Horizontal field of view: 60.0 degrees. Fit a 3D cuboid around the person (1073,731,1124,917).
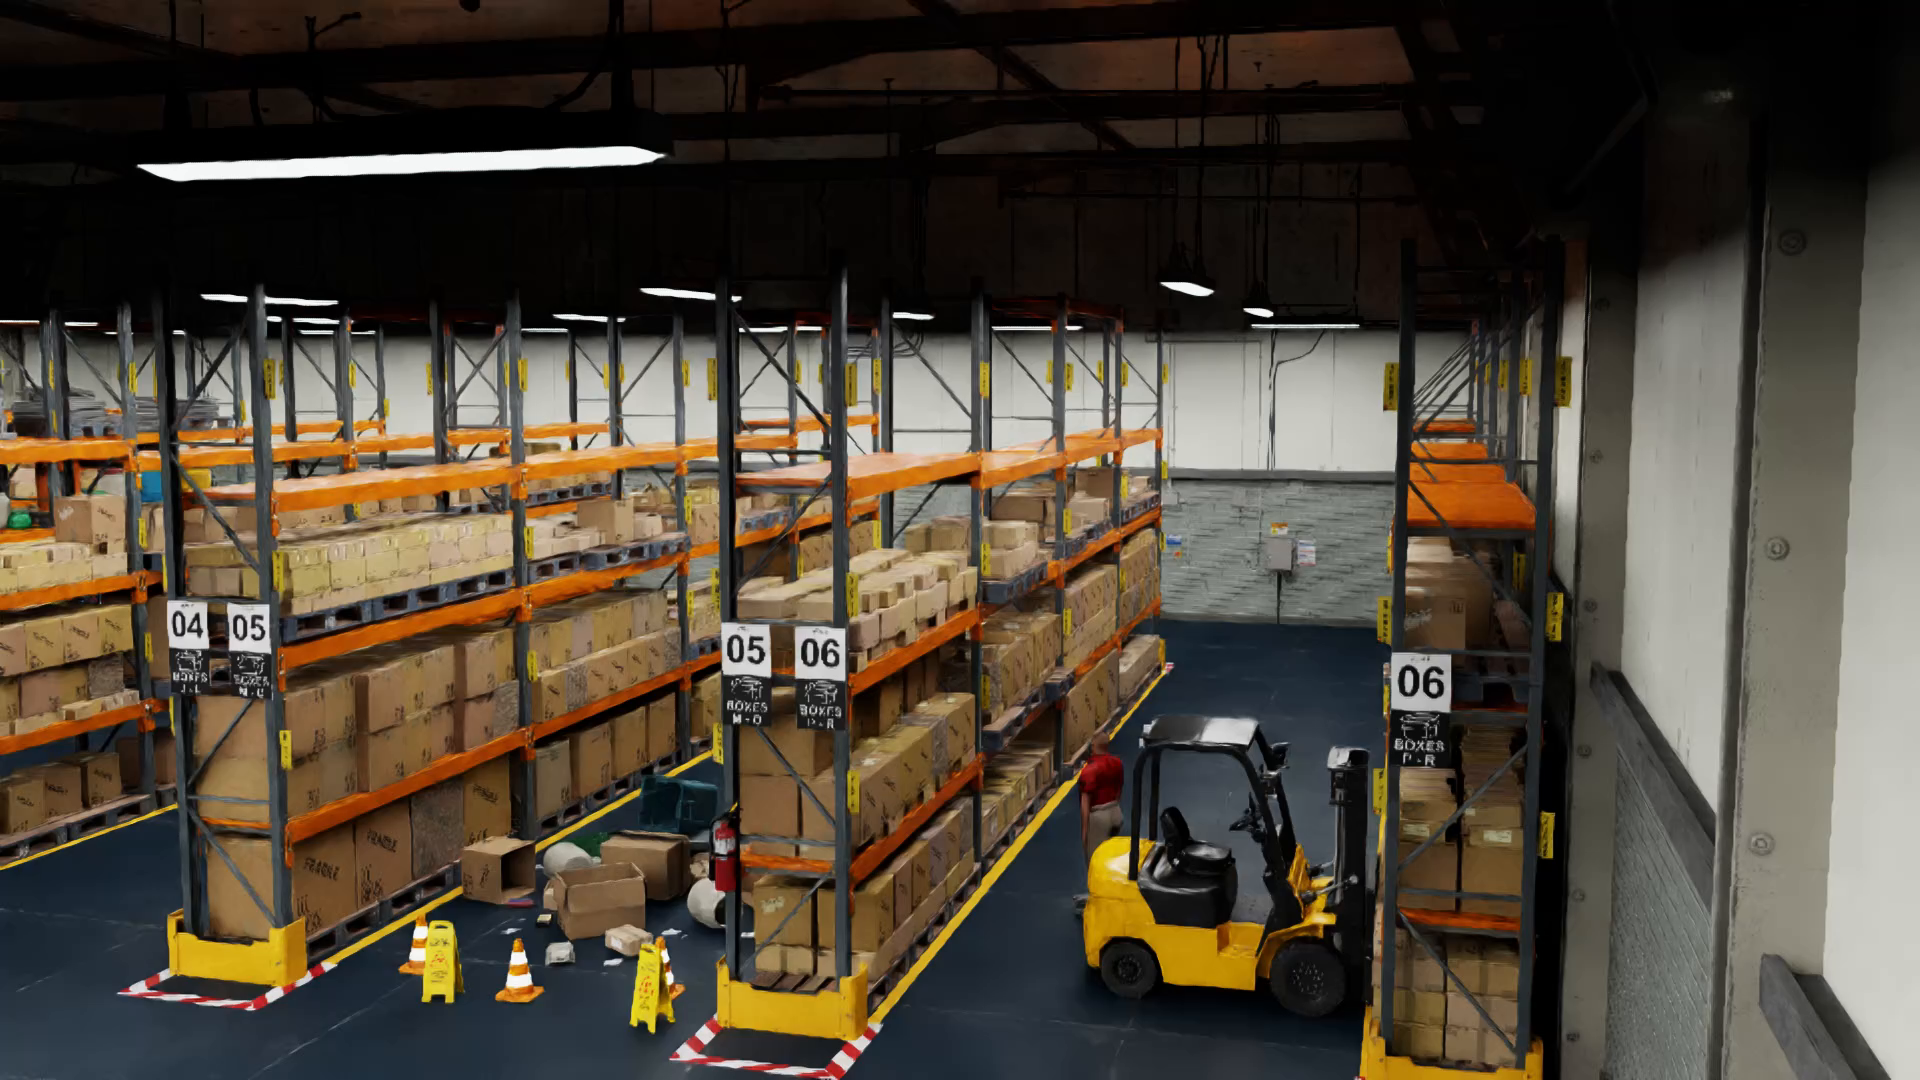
[{"bbox_3d":[1.277,2.643,15.701,0.539,1.728,0.627,5,8,41],"label":"person"}]
